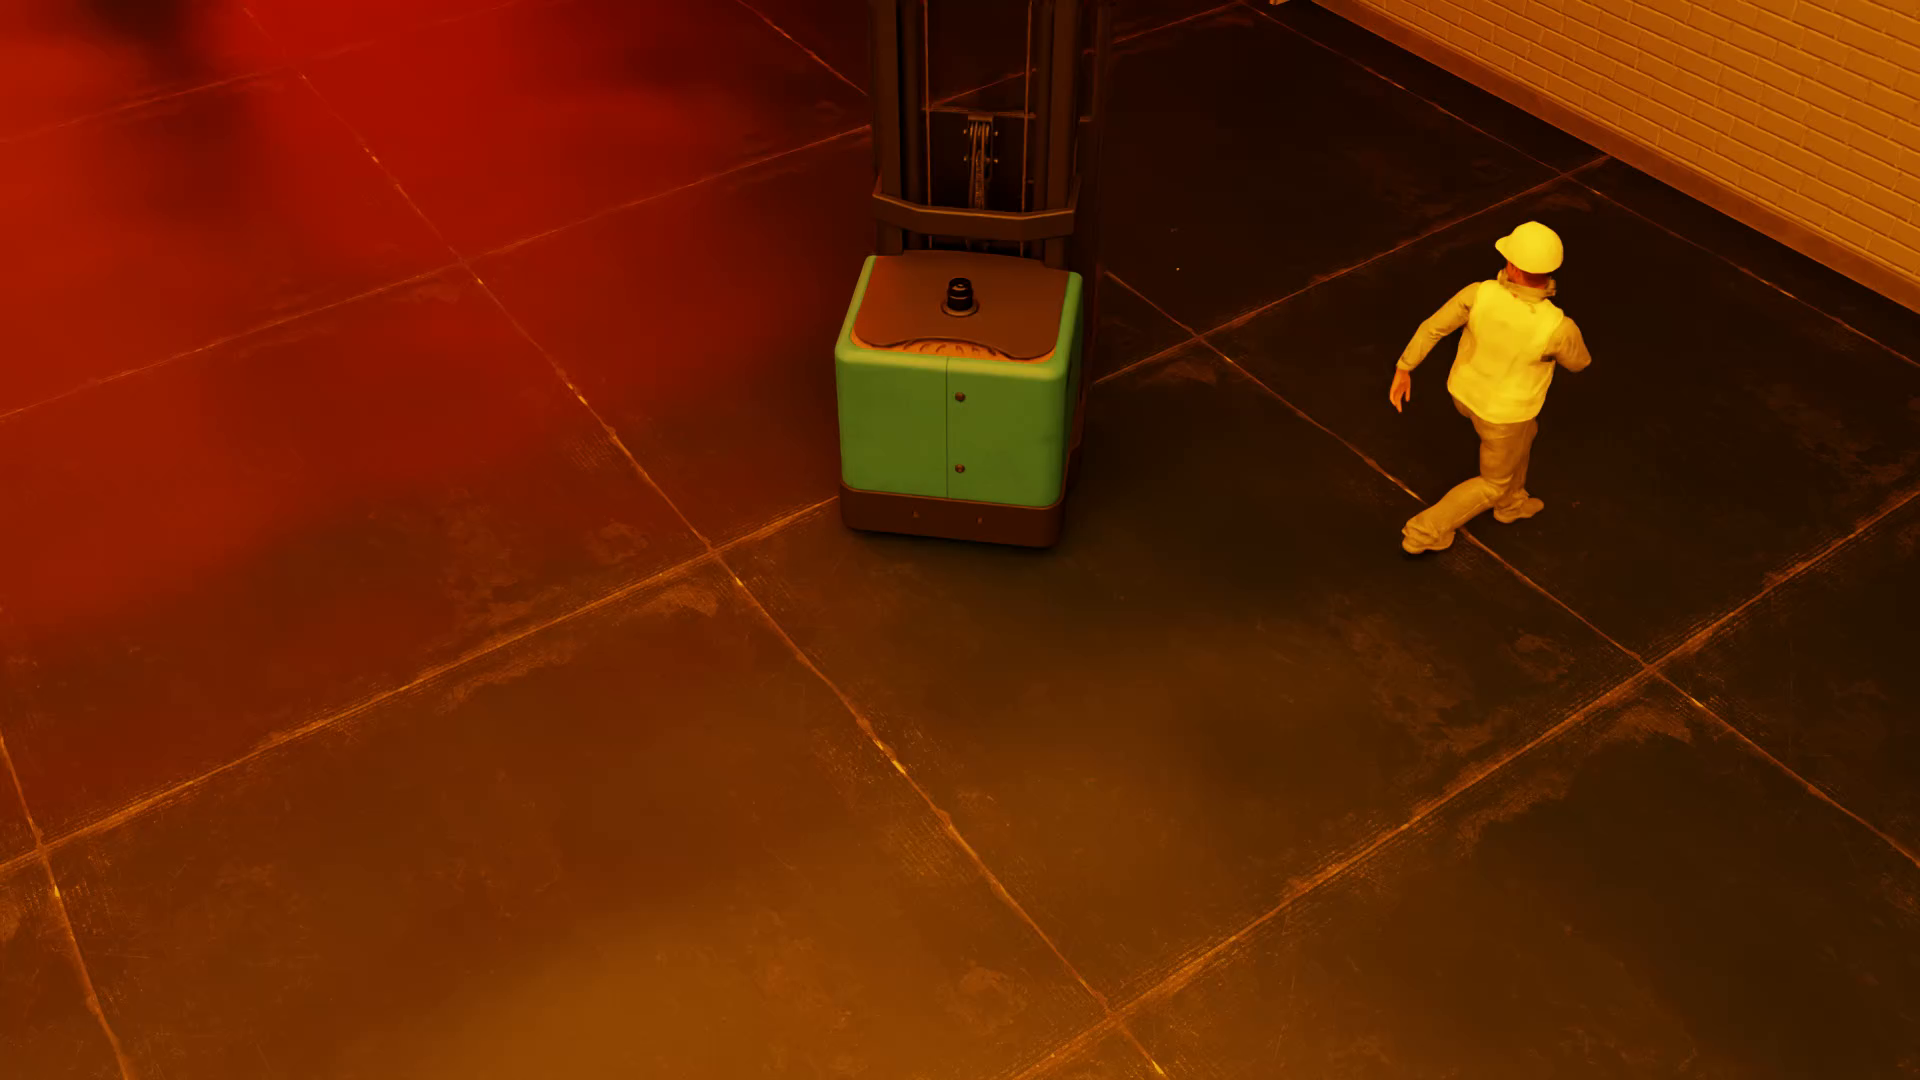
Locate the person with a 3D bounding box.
[{"bbox_3d":[2.402,-0.662,7.380,0.936,1.704,0.551,-19,46,-19],"label":"person"}]

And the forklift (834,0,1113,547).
[{"bbox_3d":[0.165,-2.047,7.937,1.130,2.935,3.031,6,43,6],"label":"forklift"}]
